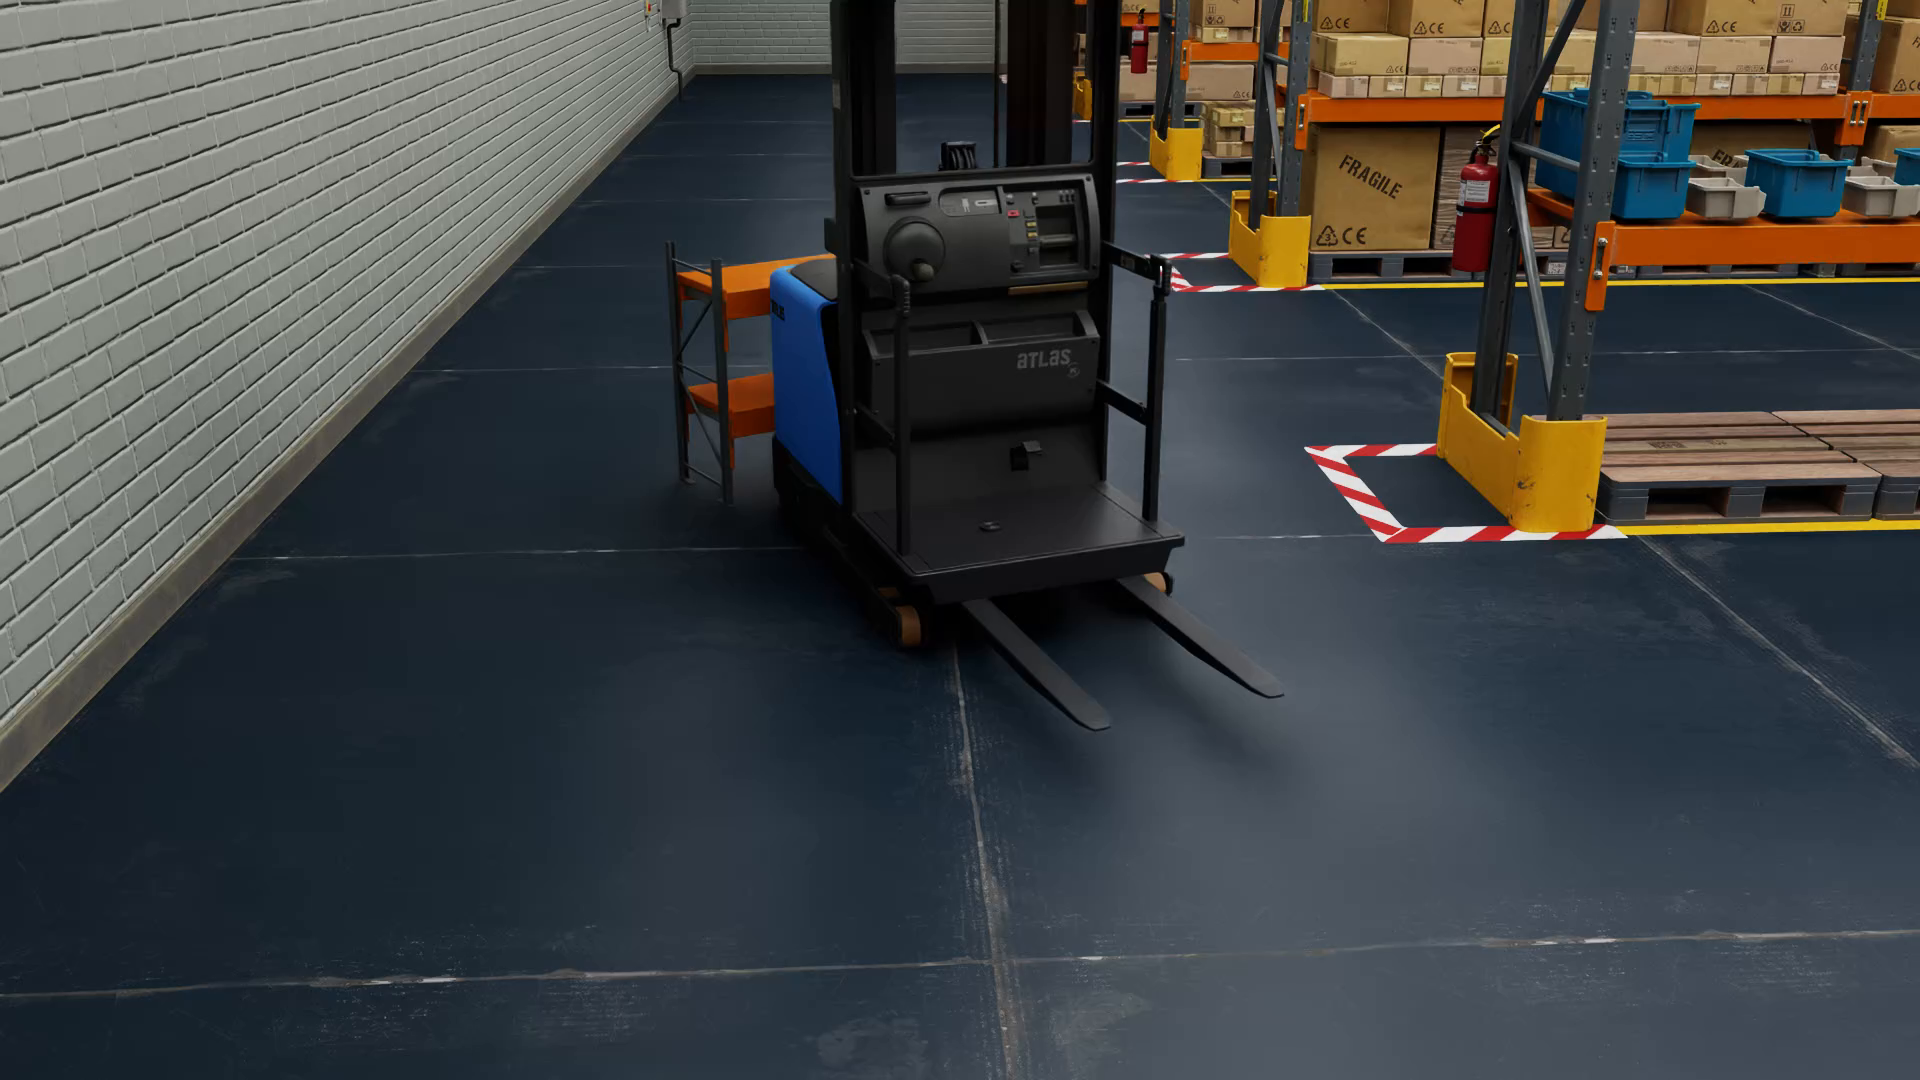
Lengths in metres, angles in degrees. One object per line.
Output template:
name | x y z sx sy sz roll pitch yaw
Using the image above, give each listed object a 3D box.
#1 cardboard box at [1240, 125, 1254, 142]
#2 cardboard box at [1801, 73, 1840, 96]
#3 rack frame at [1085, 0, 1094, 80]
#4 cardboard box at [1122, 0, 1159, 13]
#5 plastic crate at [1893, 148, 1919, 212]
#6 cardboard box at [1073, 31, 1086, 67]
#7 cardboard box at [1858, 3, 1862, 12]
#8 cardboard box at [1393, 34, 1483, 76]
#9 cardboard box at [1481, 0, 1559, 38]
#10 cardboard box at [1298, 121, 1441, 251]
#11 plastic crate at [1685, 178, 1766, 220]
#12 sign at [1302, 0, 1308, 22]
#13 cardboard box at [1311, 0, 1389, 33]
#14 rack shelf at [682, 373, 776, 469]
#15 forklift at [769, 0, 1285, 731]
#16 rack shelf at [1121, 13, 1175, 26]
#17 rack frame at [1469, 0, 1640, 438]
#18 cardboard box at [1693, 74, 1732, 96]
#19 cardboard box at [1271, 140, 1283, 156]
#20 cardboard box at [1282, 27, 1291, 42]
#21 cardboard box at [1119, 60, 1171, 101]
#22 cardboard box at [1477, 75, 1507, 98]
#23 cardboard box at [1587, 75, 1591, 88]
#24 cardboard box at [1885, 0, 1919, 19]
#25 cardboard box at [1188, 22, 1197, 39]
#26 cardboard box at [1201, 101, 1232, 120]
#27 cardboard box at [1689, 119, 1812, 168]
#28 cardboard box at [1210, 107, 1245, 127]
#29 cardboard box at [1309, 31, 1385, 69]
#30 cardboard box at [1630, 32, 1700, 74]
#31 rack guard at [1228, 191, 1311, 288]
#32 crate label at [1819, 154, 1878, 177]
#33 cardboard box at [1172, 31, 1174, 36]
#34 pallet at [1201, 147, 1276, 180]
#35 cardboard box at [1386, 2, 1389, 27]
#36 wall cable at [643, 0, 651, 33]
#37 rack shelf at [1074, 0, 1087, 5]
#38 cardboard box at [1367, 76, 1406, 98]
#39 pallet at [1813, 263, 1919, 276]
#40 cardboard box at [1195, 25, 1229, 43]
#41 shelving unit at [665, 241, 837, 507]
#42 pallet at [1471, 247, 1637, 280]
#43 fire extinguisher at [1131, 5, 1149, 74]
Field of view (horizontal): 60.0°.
cardboard box | 2.931 -4.079 16.616 0.250 0.149 0.380 -1 21 -3
cardboard box | 6.007 -3.248 11.789 0.250 0.149 0.380 -1 21 -3
rack frame | 1.734 -6.927 21.099 0.127 3.000 1.000 -1 21 -3
cardboard box | 2.229 -6.881 20.839 0.500 0.500 0.500 -1 21 -3
plastic crate | 4.162 -1.512 7.027 0.300 0.233 0.416 -1 21 -3
cardboard box | 2.063 -7.699 26.044 0.637 0.503 0.797 -2 21 -5
cardboard box | 8.884 -5.225 16.392 0.250 0.149 0.380 -1 21 -4
cardboard box | 3.313 -3.402 11.634 0.500 0.250 0.500 -1 21 -4
cardboard box | 3.810 -3.763 11.527 0.500 0.500 0.500 -2 21 -5
cardboard box | 2.934 -2.651 12.265 0.875 0.875 0.875 -1 21 -3
plastic crate | 3.172 -1.417 6.914 0.298 0.136 0.250 -1 21 -3
sign | 2.325 -3.651 11.167 0.005 0.325 0.100 -1 21 -3
cardboard box | 2.771 -3.929 11.965 0.500 0.500 0.500 -1 21 -2
rack shelf | -0.758 -0.622 7.862 1.000 0.278 0.538 -14 25 -32
forklift | 0.162 -1.136 5.985 1.130 2.935 3.031 -8 22 -20
rack shelf | 3.730 -6.631 21.334 4.000 0.370 1.077 -1 21 -3
rack frame | 2.582 -1.647 7.232 0.127 3.000 1.000 -1 21 -3
cardboard box | 5.237 -3.232 11.748 0.250 0.149 0.380 -1 21 -2
cardboard box | 3.163 -3.973 16.758 0.250 0.149 0.380 -1 21 -2
cardboard box | 3.234 -5.004 16.401 0.250 0.149 0.380 0 21 -1
cardboard box | 2.387 -5.975 21.609 0.875 0.438 0.875 -2 21 -5
cardboard box | 3.698 -3.201 11.665 0.250 0.149 0.380 -2 21 -4
cardboard box | 4.470 -3.217 11.708 0.250 0.149 0.380 -1 21 -2
cardboard box | 6.930 -4.019 11.912 0.637 0.503 0.797 -2 21 -4
cardboard box | 2.426 -5.160 16.812 0.250 0.149 0.380 -1 21 -3
cardboard box | 2.631 -4.413 17.078 0.250 0.149 0.380 -1 21 -2
cardboard box | 5.629 -2.706 12.409 0.875 0.875 0.875 -1 21 -3
cardboard box | 2.660 -4.203 16.524 0.250 0.149 0.380 -2 21 -6
cardboard box | 2.768 -3.580 12.100 0.500 0.250 0.500 -1 21 -4
cardboard box | 4.841 -3.433 11.714 0.500 0.250 0.500 -1 21 -2
rack guard | 2.275 -2.238 12.297 0.348 0.500 1.175 -1 21 -3
crate label | 3.953 -1.648 7.520 0.243 0.136 0.396 -1 21 -3
cardboard box | 3.452 -7.676 25.989 0.500 0.500 0.500 -1 21 -2
pallet | 3.006 -3.873 16.997 1.213 0.211 1.003 -1 21 -3
cardboard box | 4.112 -5.305 16.281 0.500 0.500 0.500 -2 21 -4
wall cable | -3.895 -7.294 20.590 0.123 1.953 0.585 -1 21 -3
rack shelf | 3.443 -8.395 25.965 4.000 0.370 1.077 -1 21 -3
cardboard box | 2.929 -3.185 11.624 0.250 0.149 0.380 -1 21 -4
pallet | 7.059 -2.227 12.674 1.213 0.211 1.003 -1 21 -3
cardboard box | 2.459 -4.943 16.242 0.250 0.149 0.380 -1 21 -3
shelving unit | -0.758 -0.851 7.775 1.048 1.125 0.538 -14 25 -32
pallet | 4.308 -2.171 12.527 1.213 0.211 1.003 -1 21 -3
fire extinguisher | 1.839 -5.119 16.984 0.183 0.674 0.296 -1 21 -3
